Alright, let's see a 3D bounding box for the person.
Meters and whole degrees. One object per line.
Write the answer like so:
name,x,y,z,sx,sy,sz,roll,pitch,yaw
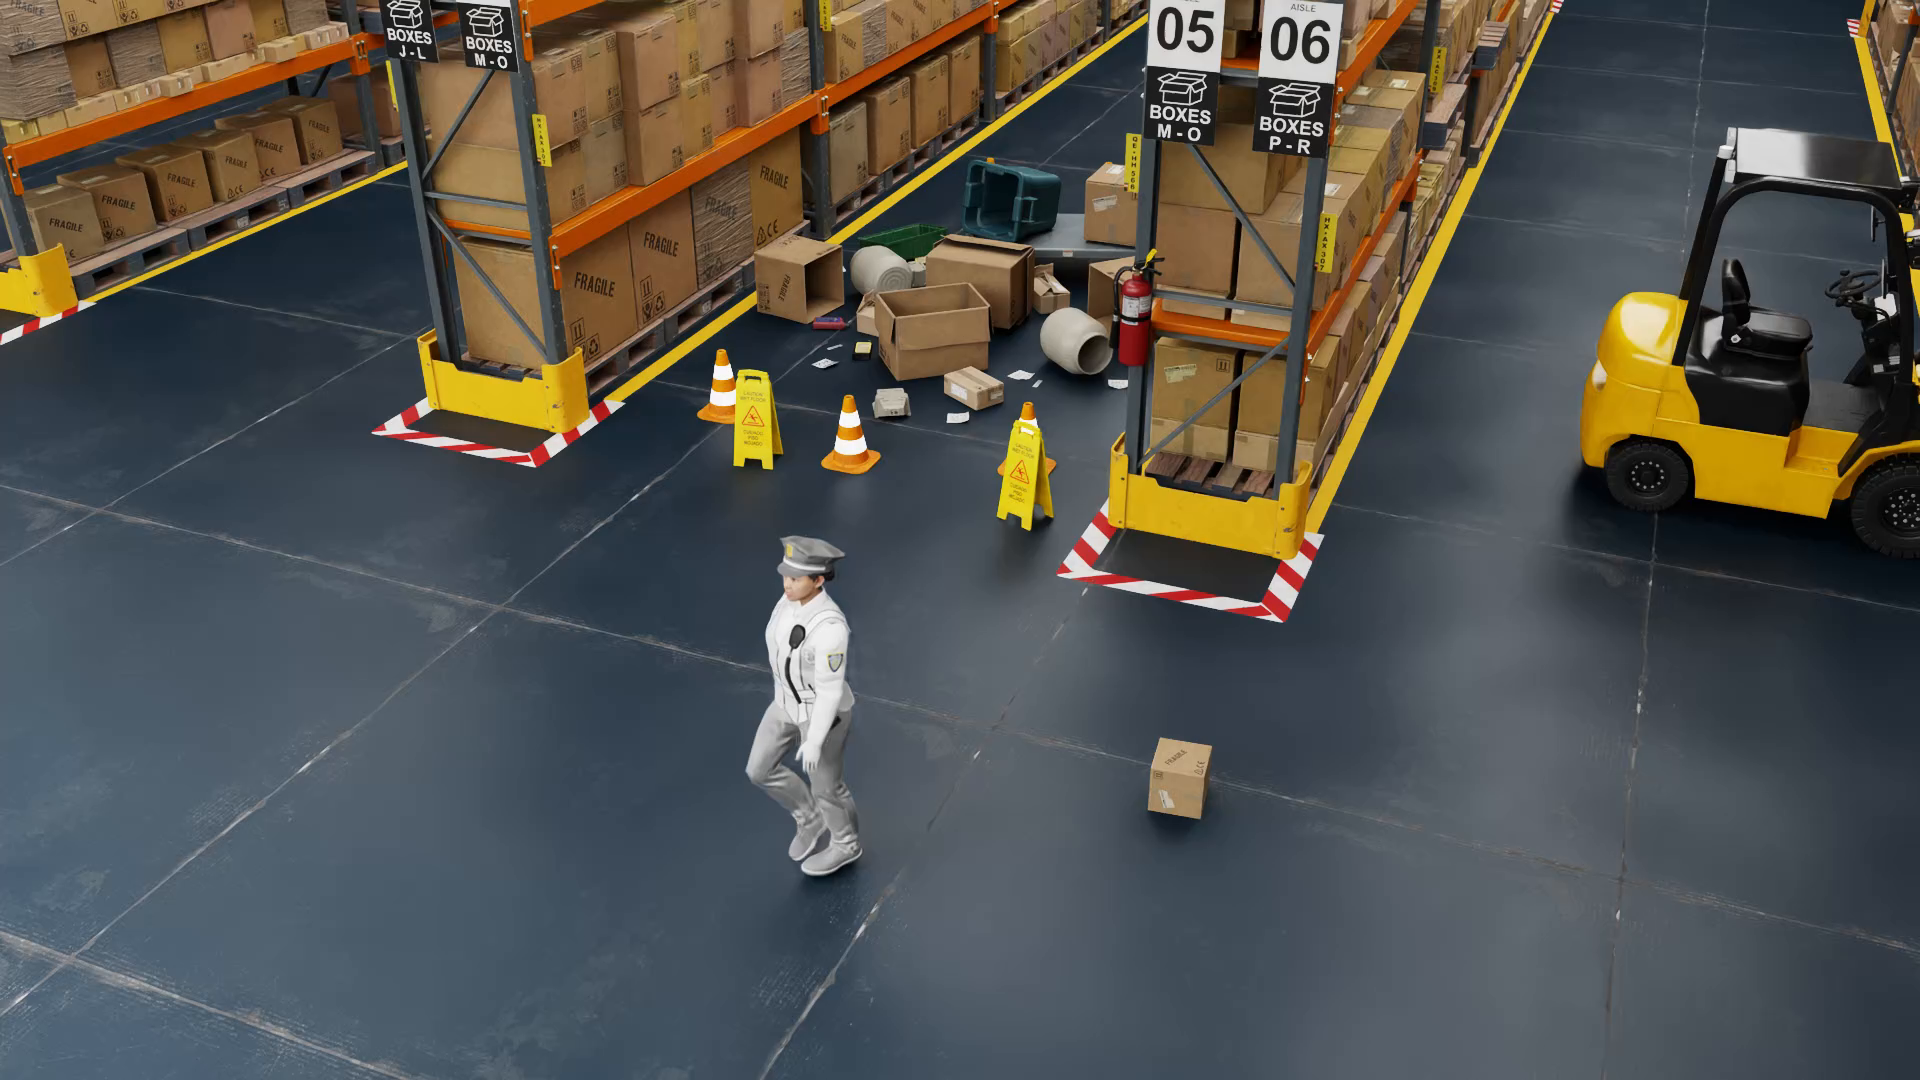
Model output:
person,-0.660,0.746,7.036,0.439,1.716,0.519,-18,34,-28
